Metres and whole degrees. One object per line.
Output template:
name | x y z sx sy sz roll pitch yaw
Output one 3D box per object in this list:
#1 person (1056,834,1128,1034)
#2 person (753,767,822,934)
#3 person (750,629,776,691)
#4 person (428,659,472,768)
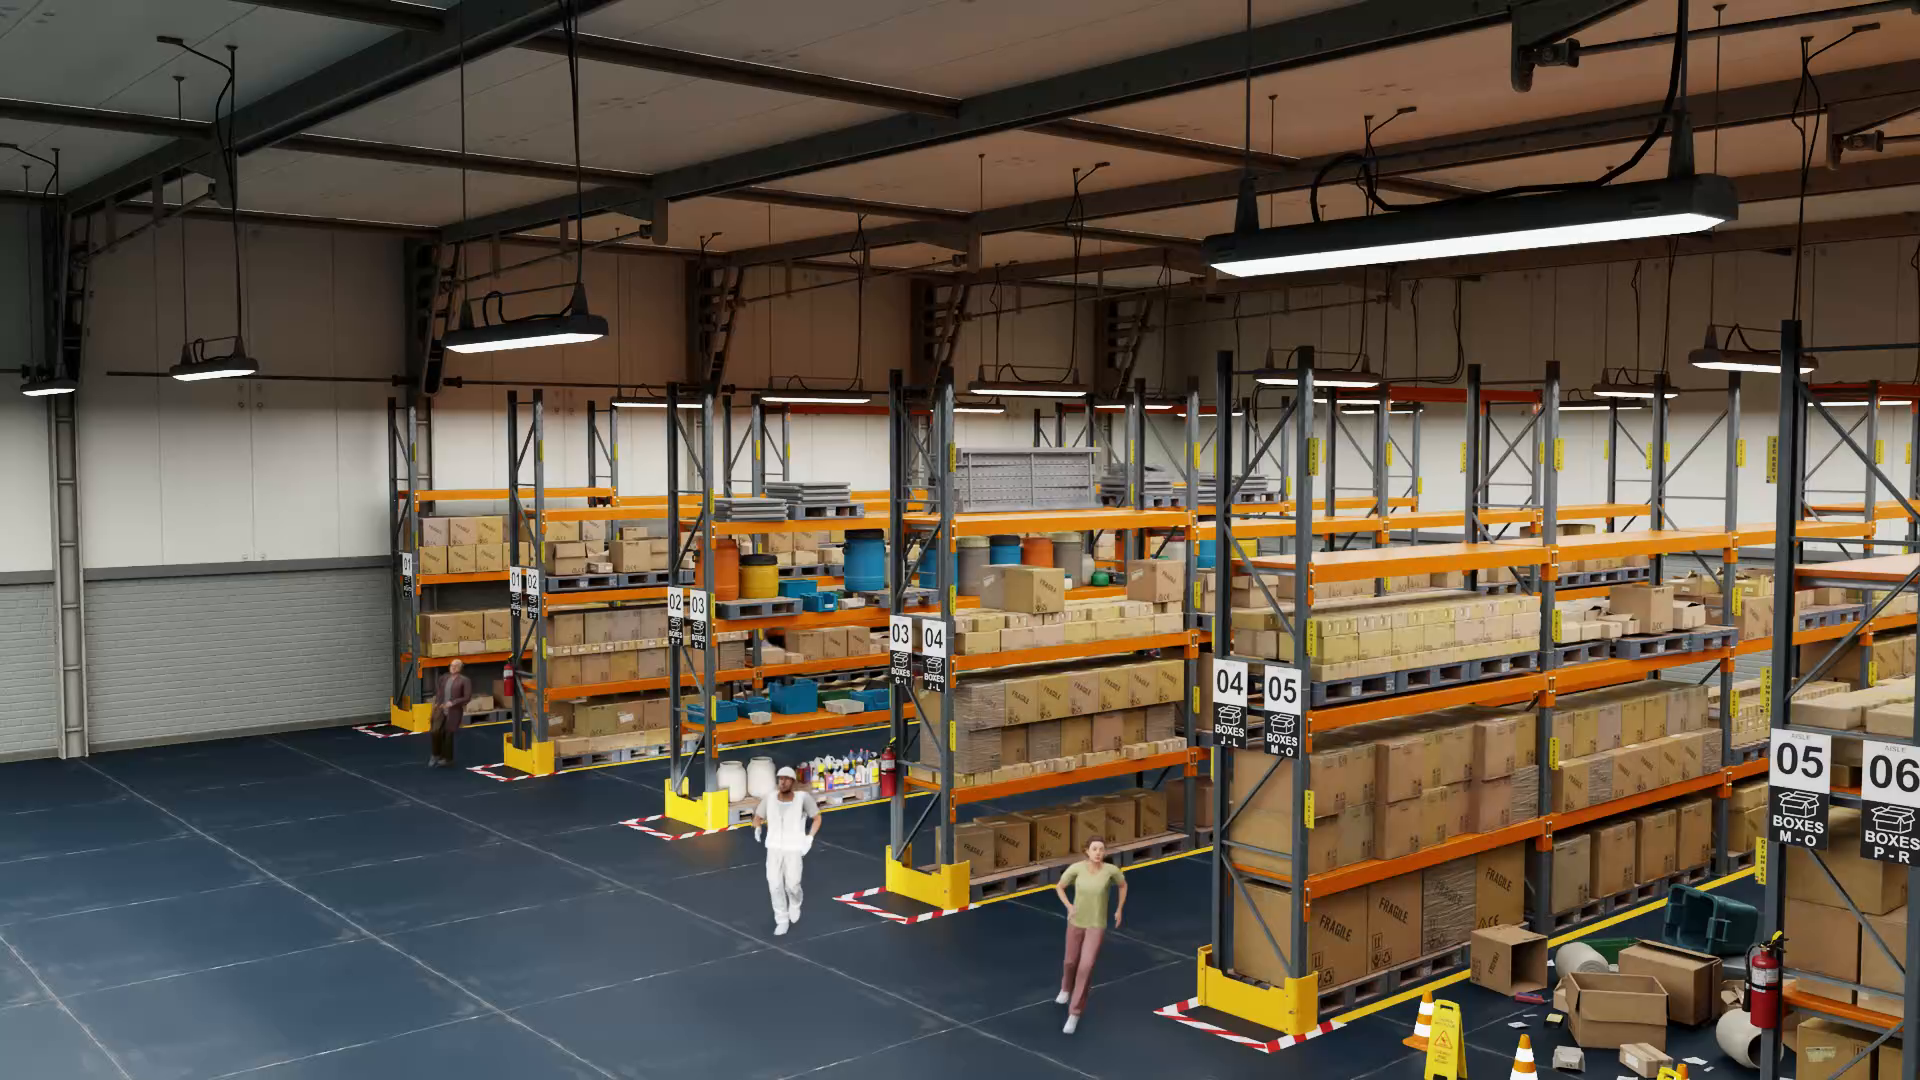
person | 1.148 3.465 14.872 0.651 1.680 0.860 1 3 12
person | -1.859 3.273 17.589 0.714 1.749 0.612 1 3 10
person | -3.650 2.528 31.378 0.740 1.719 0.574 -3 4 -39
person | -8.077 2.747 26.346 0.695 1.714 0.676 0 3 7
